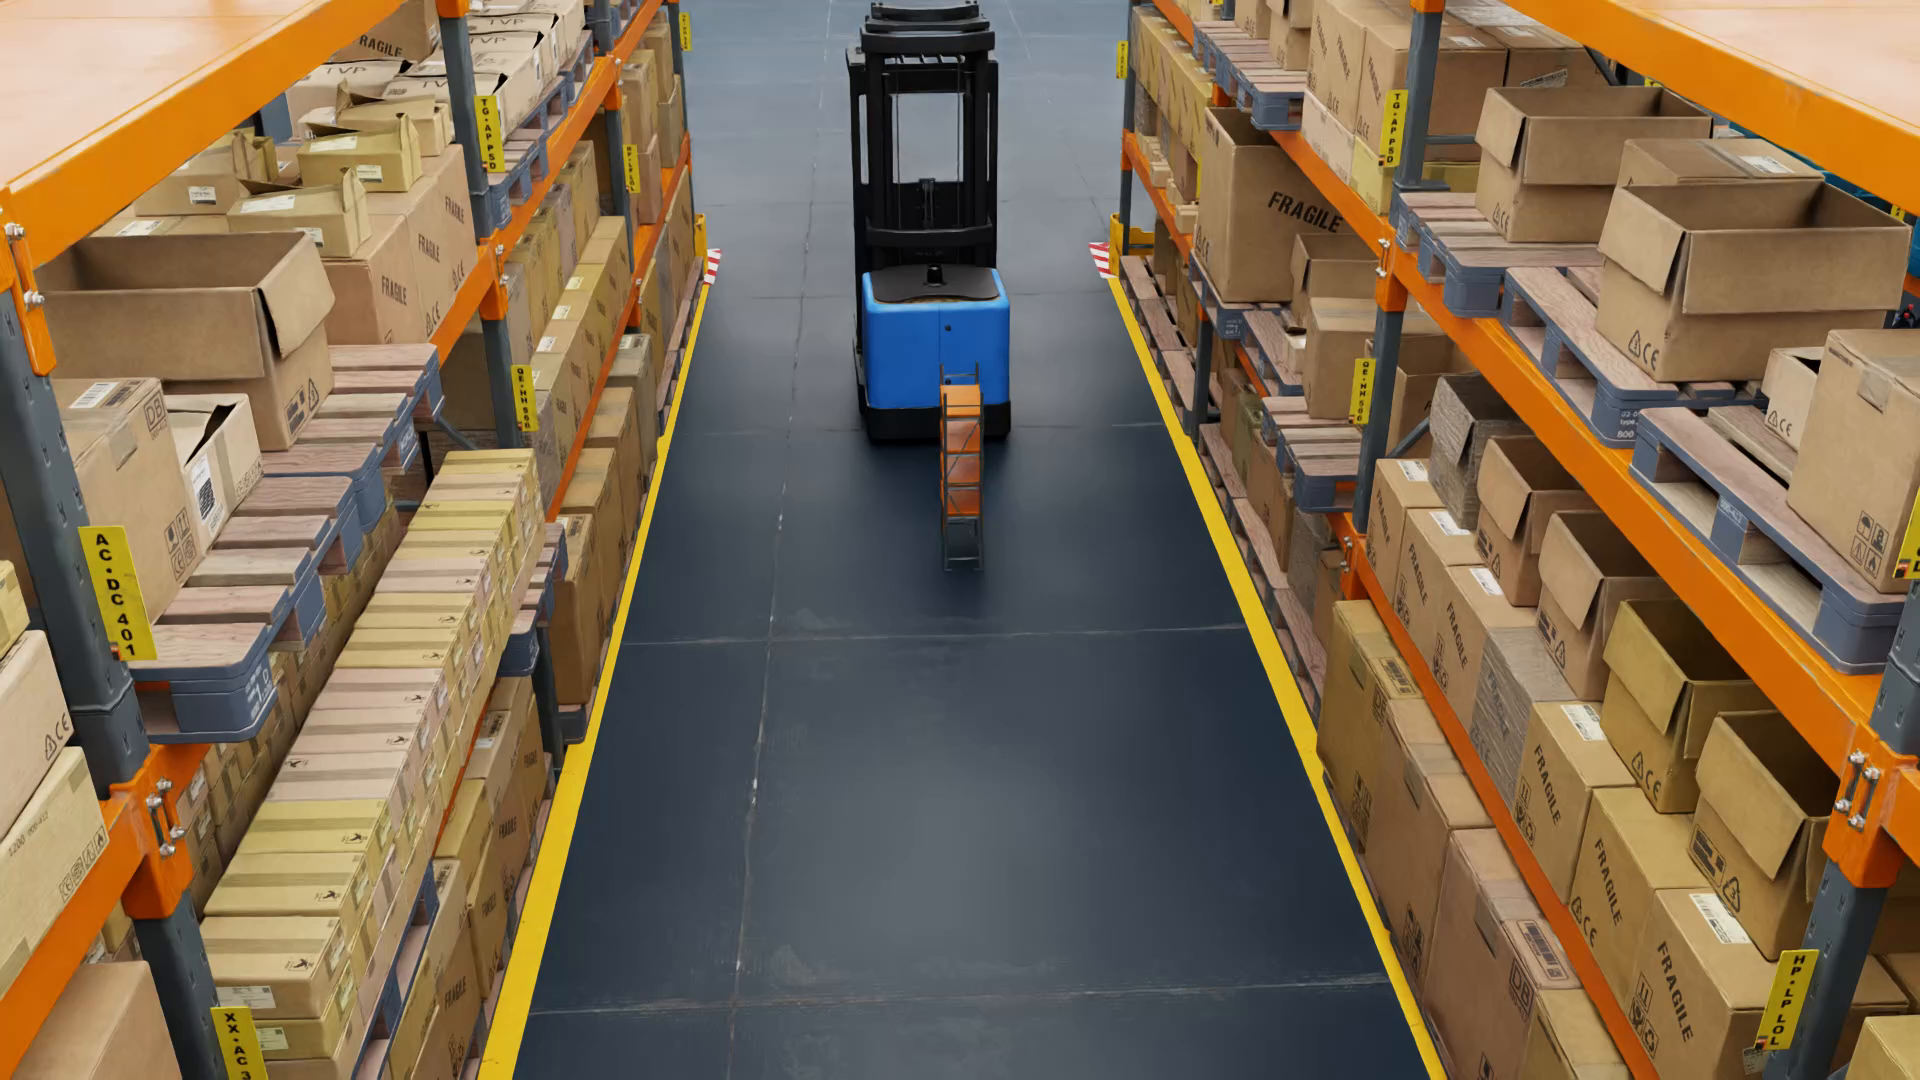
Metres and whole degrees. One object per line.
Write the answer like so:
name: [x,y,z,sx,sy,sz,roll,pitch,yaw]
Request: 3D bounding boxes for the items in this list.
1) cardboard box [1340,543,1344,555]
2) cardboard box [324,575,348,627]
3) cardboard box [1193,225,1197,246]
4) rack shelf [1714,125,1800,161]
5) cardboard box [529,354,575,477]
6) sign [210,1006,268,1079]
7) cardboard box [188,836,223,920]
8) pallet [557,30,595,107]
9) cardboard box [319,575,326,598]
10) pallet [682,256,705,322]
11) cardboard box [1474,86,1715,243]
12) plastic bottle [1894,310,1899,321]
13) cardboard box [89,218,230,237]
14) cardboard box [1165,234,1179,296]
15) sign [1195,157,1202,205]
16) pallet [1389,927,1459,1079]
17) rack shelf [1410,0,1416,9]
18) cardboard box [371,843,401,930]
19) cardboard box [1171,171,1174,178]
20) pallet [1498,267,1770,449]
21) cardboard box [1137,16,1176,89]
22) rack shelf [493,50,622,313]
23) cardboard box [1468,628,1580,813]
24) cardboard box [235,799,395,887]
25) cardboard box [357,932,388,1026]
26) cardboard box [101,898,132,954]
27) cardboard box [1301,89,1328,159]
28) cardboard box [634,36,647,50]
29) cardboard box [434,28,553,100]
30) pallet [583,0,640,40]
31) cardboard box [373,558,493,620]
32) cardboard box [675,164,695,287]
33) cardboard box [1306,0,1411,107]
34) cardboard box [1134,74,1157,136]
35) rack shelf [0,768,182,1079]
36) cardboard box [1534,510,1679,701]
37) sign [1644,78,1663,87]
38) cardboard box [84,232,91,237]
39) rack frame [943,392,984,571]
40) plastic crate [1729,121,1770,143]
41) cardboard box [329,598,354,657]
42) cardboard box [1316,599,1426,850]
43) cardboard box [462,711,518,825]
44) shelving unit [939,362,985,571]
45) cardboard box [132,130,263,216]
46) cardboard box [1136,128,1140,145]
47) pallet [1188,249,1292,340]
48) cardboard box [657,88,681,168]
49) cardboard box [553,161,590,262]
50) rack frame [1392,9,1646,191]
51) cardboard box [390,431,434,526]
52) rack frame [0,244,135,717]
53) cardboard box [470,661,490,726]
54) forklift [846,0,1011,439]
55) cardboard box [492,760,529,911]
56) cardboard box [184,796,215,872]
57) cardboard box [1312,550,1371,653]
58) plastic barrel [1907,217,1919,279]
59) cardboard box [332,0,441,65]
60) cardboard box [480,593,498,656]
cardboard box: [2.347,0.044,8.901,0.500,0.250,0.500,0,28,-1]
cardboard box: [-2.674,0.231,6.621,0.380,0.149,0.250,-1,28,-2]
cardboard box: [1.895,-2.172,12.004,0.380,0.149,0.250,-1,28,-3]
rack shelf: [7.045,-2.800,13.714,1.077,0.370,4.000,-1,28,-3]
cardboard box: [-2.329,-0.648,8.703,0.500,0.500,0.500,-2,28,-3]
sign: [-1.796,1.292,4.156,0.100,0.325,0.005,-1,28,-3]
cardboard box: [-2.594,1.088,5.300,0.380,0.149,0.250,-3,28,-5]
pallet: [-2.658,-2.825,9.949,0.805,0.209,1.217,-2,28,-5]
cardboard box: [-2.661,0.209,6.342,0.380,0.149,0.250,0,28,0]
pallet: [-2.844,-2.246,14.890,1.003,0.211,1.213,-1,28,-3]
cardboard box: [2.516,-1.510,6.655,0.797,0.503,0.637,0,28,0]
plastic bottle: [7.467,-1.717,13.336,0.097,0.271,0.097,0,28,0]
cardboard box: [-2.718,-0.798,5.746,0.500,0.500,0.500,-1,28,-3]
cardboard box: [2.076,-2.437,14.489,0.500,0.500,0.500,6,28,11]
sign: [1.662,-2.443,11.316,0.100,0.325,0.005,-1,28,-3]
pallet: [2.439,1.936,6.872,1.003,0.211,1.213,-1,28,-3]
rack shelf: [2.308,-3.315,8.648,1.077,0.370,4.000,-1,28,-3]
cardboard box: [-1.928,1.054,5.044,0.380,0.149,0.250,-1,28,-1]
cardboard box: [1.898,-2.867,13.336,0.380,0.149,0.250,-1,28,-3]
pallet: [2.560,-0.662,5.798,1.003,0.211,1.213,0,28,0]
cardboard box: [1.770,-4.051,13.824,0.500,0.500,0.500,-1,28,-3]
rack shelf: [-2.651,-2.090,9.109,1.077,0.370,4.000,-1,28,-3]
cardboard box: [2.250,0.664,6.187,0.500,0.500,0.500,-1,28,-2]
cardboard box: [-1.930,0.914,4.991,0.380,0.149,0.250,-1,28,-2]
cardboard box: [-1.919,1.296,4.900,0.380,0.149,0.250,-1,28,-2]
cardboard box: [-2.568,1.049,4.732,0.380,0.149,0.250,-2,28,-4]
cardboard box: [2.080,-2.166,8.640,0.500,0.250,0.500,-1,28,-1]
cardboard box: [-2.969,-3.709,13.350,0.875,0.550,0.550,-1,28,-3]
cardboard box: [-2.417,-2.484,8.622,0.500,0.311,0.500,-2,28,-4]
pallet: [-2.787,-3.671,11.459,1.003,0.211,1.213,-1,28,-3]
cardboard box: [-2.014,0.193,6.372,0.380,0.149,0.250,-1,28,-3]
cardboard box: [-2.863,-2.782,14.746,0.875,0.875,0.875,-1,28,-2]
cardboard box: [2.089,-2.504,8.477,0.500,0.500,0.500,-1,28,-2]
cardboard box: [1.996,-3.844,14.509,0.875,0.500,0.500,-1,28,-3]
rack shelf: [-2.233,1.605,2.026,1.077,0.370,4.000,-1,28,-3]
cardboard box: [2.507,0.231,5.932,0.797,0.503,0.637,-1,28,-1]
sign: [2.967,-1.832,7.193,0.100,0.325,0.005,-1,28,-3]
cardboard box: [-7.569,-2.378,13.837,0.500,0.500,0.500,0,28,-1]
rack frame: [0.021,-0.343,10.172,0.240,1.200,0.015,-1,28,-3]
plastic crate: [7.266,-3.752,14.924,0.499,0.251,0.616,-1,28,-3]
cardboard box: [-2.680,0.355,6.706,0.380,0.149,0.250,0,28,0]
cardboard box: [2.428,0.847,7.788,1.225,0.875,0.875,-3,28,-5]
cardboard box: [-2.211,0.977,7.133,0.500,0.250,0.500,-1,28,-2]
shelving unit: [0.009,-0.456,10.388,0.258,1.200,0.503,-1,28,-3]
cardboard box: [-2.721,-1.320,5.921,0.396,0.266,0.258,-1,28,-3]
cardboard box: [1.765,-3.558,14.662,0.380,0.149,0.250,-1,28,-3]
pallet: [2.098,-1.634,10.909,1.003,0.211,1.213,-1,28,-3]
cardboard box: [-2.849,-3.492,14.102,0.875,0.550,0.550,-1,28,-3]
cardboard box: [-2.694,-2.023,10.259,0.700,0.500,0.500,-2,28,-3]
rack frame: [2.412,-2.888,6.619,1.000,3.000,0.127,-1,28,-3]
cardboard box: [-2.838,-0.401,8.229,0.500,0.500,0.500,-1,28,-3]
rack frame: [-2.337,-0.968,2.937,1.000,3.000,0.127,-1,28,-3]
cardboard box: [-2.000,0.579,6.275,0.380,0.149,0.250,-1,28,-1]
forklift: [-0.288,-2.680,12.782,1.130,2.935,3.031,-3,28,-5]
cardboard box: [-2.227,1.305,7.316,0.500,0.500,0.500,0,28,-1]
cardboard box: [-2.599,0.944,5.254,0.380,0.149,0.250,-2,28,-4]
cardboard box: [2.357,0.376,9.075,0.700,0.500,0.500,-3,28,-5]
plastic barrel: [6.867,-2.232,11.305,0.600,0.901,0.708,-1,28,-3]
cardboard box: [-2.917,-2.556,8.555,0.500,0.500,0.500,-1,28,-3]
cardboard box: [-2.010,0.331,6.430,0.380,0.149,0.250,-2,28,-3]
